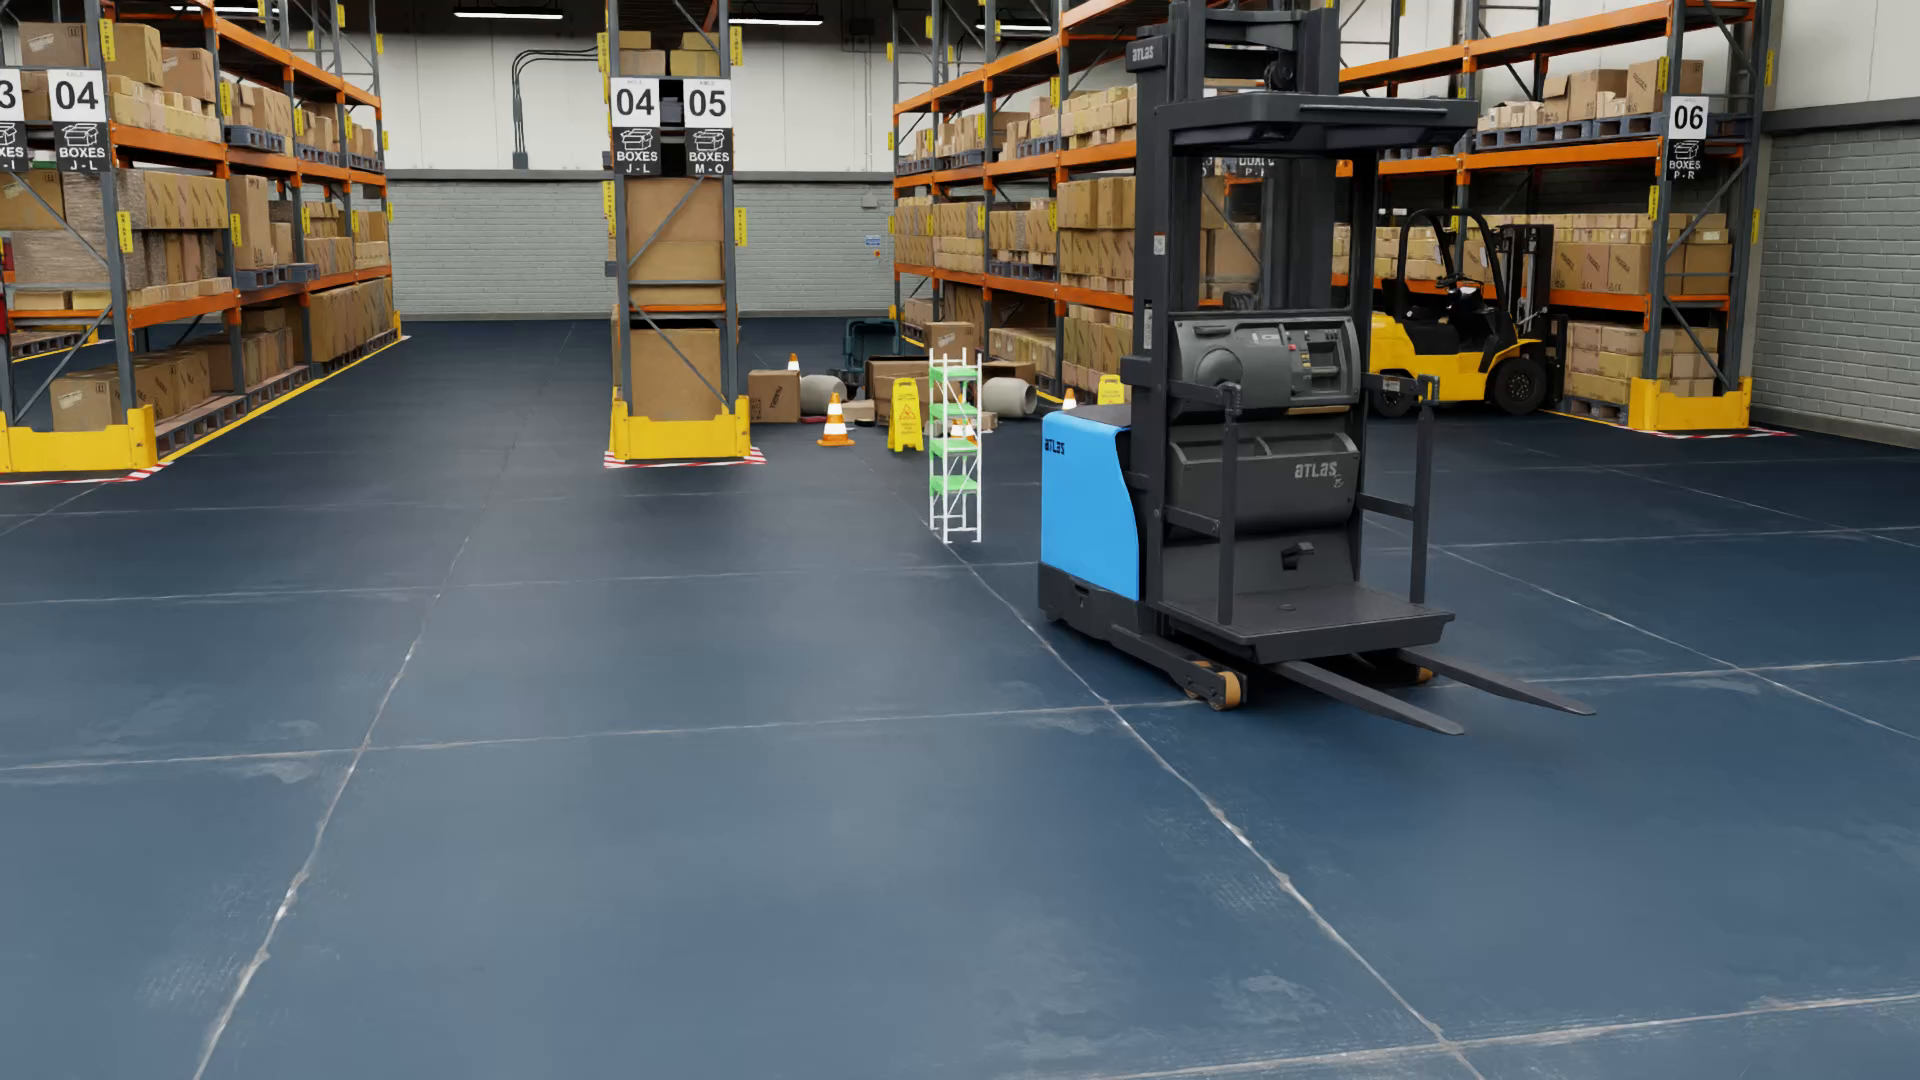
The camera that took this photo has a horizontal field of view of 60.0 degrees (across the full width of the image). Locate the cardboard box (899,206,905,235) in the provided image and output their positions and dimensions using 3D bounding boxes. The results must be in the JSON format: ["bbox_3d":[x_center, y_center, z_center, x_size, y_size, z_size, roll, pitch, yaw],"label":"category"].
[{"bbox_3d":[-0.796,-5.703,29.696,0.500,0.500,0.500,-2,11,-13],"label":"cardboard box"}]

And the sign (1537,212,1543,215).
[{"bbox_3d":[7.029,-3.821,20.220,0.100,0.325,0.005,-2,11,-11],"label":"sign"}]

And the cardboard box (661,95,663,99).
[{"bbox_3d":[-2.872,-4.677,17.437,0.500,0.250,0.500,-2,11,-12],"label":"cardboard box"}]

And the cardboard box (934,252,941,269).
[{"bbox_3d":[-0.113,-4.458,26.497,0.500,0.250,0.500,-2,11,-12],"label":"cardboard box"}]

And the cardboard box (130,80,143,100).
[{"bbox_3d":[-7.262,-3.861,14.271,0.380,0.149,0.250,-2,11,-9],"label":"cardboard box"}]

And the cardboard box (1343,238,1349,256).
[{"bbox_3d":[5.650,-4.059,23.065,0.500,0.250,0.500,-2,11,-9],"label":"cardboard box"}]

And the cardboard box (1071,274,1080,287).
[{"bbox_3d":[1.463,-2.917,18.674,0.380,0.149,0.250,-2,11,-9],"label":"cardboard box"}]

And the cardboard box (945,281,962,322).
[{"bbox_3d":[0.260,-3.674,26.535,0.875,0.875,0.875,-2,11,-9],"label":"cardboard box"}]

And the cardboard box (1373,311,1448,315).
[{"bbox_3d":[6.081,-2.751,22.357,0.875,0.625,0.625,-3,11,-13],"label":"cardboard box"}]

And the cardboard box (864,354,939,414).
[{"bbox_3d":[-0.621,-1.663,17.723,0.797,0.637,0.503,-2,11,-11],"label":"cardboard box"}]

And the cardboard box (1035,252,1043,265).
[{"bbox_3d":[1.126,-3.417,20.175,0.380,0.149,0.250,-2,11,-12],"label":"cardboard box"}]

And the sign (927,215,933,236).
[{"bbox_3d":[-0.484,-5.066,26.762,0.100,0.325,0.005,-2,11,-11],"label":"sign"}]

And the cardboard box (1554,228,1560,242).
[{"bbox_3d":[6.687,-3.307,18.046,0.380,0.149,0.250,-2,11,-11],"label":"cardboard box"}]

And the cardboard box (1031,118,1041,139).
[{"bbox_3d":[1.169,-5.049,20.458,0.500,0.250,0.500,-2,11,-10],"label":"cardboard box"}]

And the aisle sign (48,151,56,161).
[{"bbox_3d":[-15.023,-6.116,27.855,0.394,0.787,0.004,-2,11,-11],"label":"aisle sign"}]

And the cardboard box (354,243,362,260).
[{"bbox_3d":[-9.495,-4.430,25.553,0.500,0.250,0.500,-2,11,-12],"label":"cardboard box"}]

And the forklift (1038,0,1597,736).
[{"bbox_3d":[1.449,-0.817,7.152,1.130,2.935,3.031,-5,12,-23],"label":"forklift"}]

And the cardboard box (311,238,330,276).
[{"bbox_3d":[-8.916,-3.864,22.710,0.500,0.500,0.500,-2,11,-12],"label":"cardboard box"}]

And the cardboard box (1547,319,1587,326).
[{"bbox_3d":[6.563,-2.301,18.320,0.500,0.250,0.500,-2,11,-12],"label":"cardboard box"}]

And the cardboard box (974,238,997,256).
[{"bbox_3d":[0.495,-4.140,23.489,0.500,0.250,0.500,-2,11,-11],"label":"cardboard box"}]

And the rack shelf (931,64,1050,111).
[{"bbox_3d":[0.449,-6.652,24.574,1.077,0.370,4.000,-2,11,-11],"label":"rack shelf"}]

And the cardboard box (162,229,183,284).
[{"bbox_3d":[-7.762,-2.631,15.432,0.875,0.500,0.500,-2,11,-11],"label":"cardboard box"}]

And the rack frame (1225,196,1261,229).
[{"bbox_3d":[4.929,-4.803,27.910,1.000,3.000,0.127,-2,11,-11],"label":"rack frame"}]

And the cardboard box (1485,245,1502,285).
[{"bbox_3d":[6.432,-3.199,19.215,0.500,0.500,0.500,-2,11,-10],"label":"cardboard box"}]

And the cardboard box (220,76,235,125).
[{"bbox_3d":[-8.099,-4.615,17.498,0.797,0.503,0.637,-3,11,-14],"label":"cardboard box"}]

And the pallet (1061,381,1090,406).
[{"bbox_3d":[1.782,-1.663,18.869,1.003,0.211,1.213,-2,11,-11],"label":"pallet"}]

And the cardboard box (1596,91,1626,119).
[{"bbox_3d":[6.754,-4.453,17.015,0.396,0.266,0.258,-2,11,-11],"label":"cardboard box"}]

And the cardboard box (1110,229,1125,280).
[{"bbox_3d":[1.832,-2.890,16.794,0.500,0.500,0.500,-2,11,-11],"label":"cardboard box"}]

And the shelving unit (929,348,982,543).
[{"bbox_3d":[-0.032,-0.620,10.744,0.258,1.200,0.503,-2,11,-11],"label":"shelving unit"}]

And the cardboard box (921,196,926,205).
[{"bbox_3d":[-0.446,-5.715,28.022,0.380,0.149,0.250,-2,11,-11],"label":"cardboard box"}]

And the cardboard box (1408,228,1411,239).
[{"bbox_3d":[5.966,-3.945,21.401,0.380,0.149,0.250,-2,11,-12],"label":"cardboard box"}]

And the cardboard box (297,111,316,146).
[{"bbox_3d":[-9.301,-5.632,22.845,0.797,0.503,0.637,-2,11,-12],"label":"cardboard box"}]

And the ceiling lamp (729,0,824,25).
[{"bbox_3d":[-3.618,-11.574,31.828,2.000,3.185,0.800,-2,11,-11],"label":"ceiling lamp"}]

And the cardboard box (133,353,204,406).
[{"bbox_3d":[-7.947,-1.593,16.606,0.500,0.500,0.500,1,11,7],"label":"cardboard box"}]

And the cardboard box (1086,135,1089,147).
[{"bbox_3d":[1.589,-4.347,18.164,0.380,0.149,0.250,-2,11,-11],"label":"cardboard box"}]

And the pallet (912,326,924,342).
[{"bbox_3d":[-0.251,-3.619,29.144,1.003,0.211,1.213,-2,11,-11],"label":"pallet"}]

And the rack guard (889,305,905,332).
[{"bbox_3d":[-0.722,-4.132,31.069,1.175,0.500,0.348,-2,11,-11],"label":"rack guard"}]

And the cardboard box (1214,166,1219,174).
[{"bbox_3d":[4.524,-6.254,28.179,0.380,0.149,0.250,-2,11,-11],"label":"cardboard box"}]

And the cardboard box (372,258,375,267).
[{"bbox_3d":[-9.696,-4.490,26.938,0.380,0.149,0.250,-2,11,-13],"label":"cardboard box"}]

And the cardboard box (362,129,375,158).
[{"bbox_3d":[-10.285,-6.680,28.089,0.700,0.500,0.500,-3,11,-14],"label":"cardboard box"}]

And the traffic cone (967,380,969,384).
[{"bbox_3d":[0.002,-2.085,20.413,0.336,0.463,0.334,-2,11,-11],"label":"traffic cone"}]

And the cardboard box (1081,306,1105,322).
[{"bbox_3d":[1.534,-2.460,18.089,0.380,0.149,0.250,-2,11,-9],"label":"cardboard box"}]

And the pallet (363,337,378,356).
[{"bbox_3d":[-9.731,-3.034,26.073,1.003,0.211,1.213,-2,11,-11],"label":"pallet"}]

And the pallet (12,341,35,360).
[{"bbox_3d":[-14.700,-2.845,25.080,1.003,0.211,1.213,-2,11,-11],"label":"pallet"}]

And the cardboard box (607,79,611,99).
[{"bbox_3d":[-2.839,-3.877,14.301,0.380,0.149,0.250,-2,11,-11],"label":"cardboard box"}]

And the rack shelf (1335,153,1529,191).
[{"bbox_3d":[6.096,-4.823,21.915,1.077,0.370,4.000,-2,11,-11],"label":"rack shelf"}]

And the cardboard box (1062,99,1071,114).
[{"bbox_3d":[1.358,-4.827,18.551,0.380,0.149,0.250,-2,11,-12],"label":"cardboard box"}]

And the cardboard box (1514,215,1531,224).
[{"bbox_3d":[6.480,-3.592,18.748,0.380,0.149,0.250,-2,11,-12],"label":"cardboard box"}]

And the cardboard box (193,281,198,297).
[{"bbox_3d":[-7.580,-2.411,16.014,0.380,0.149,0.250,-2,11,-11],"label":"cardboard box"}]

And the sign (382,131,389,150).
[{"bbox_3d":[-9.903,-6.882,28.653,0.100,0.325,0.005,-2,11,-11],"label":"sign"}]

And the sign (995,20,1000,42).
[{"bbox_3d":[0.590,-8.089,26.417,0.100,0.325,0.005,-2,11,-11],"label":"sign"}]

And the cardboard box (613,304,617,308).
[{"bbox_3d":[-3.967,-2.676,21.627,1.050,0.750,0.750,-2,11,-12],"label":"cardboard box"}]

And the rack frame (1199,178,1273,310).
[{"bbox_3d":[2.394,-2.421,15.394,1.000,3.000,0.127,-2,11,-11],"label":"rack frame"}]

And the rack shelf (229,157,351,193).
[{"bbox_3d":[-9.271,-5.015,22.924,1.077,0.370,4.000,-2,11,-11],"label":"rack shelf"}]

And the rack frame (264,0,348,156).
[{"bbox_3d":[-9.660,-7.209,24.503,1.000,3.000,0.127,-2,11,-11],"label":"rack frame"}]

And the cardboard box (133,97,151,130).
[{"bbox_3d":[-7.273,-3.653,14.244,0.500,0.250,0.500,-2,11,-12],"label":"cardboard box"}]

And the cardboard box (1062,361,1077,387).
[{"bbox_3d":[1.466,-1.892,18.846,0.500,0.250,0.500,-3,11,-14],"label":"cardboard box"}]
